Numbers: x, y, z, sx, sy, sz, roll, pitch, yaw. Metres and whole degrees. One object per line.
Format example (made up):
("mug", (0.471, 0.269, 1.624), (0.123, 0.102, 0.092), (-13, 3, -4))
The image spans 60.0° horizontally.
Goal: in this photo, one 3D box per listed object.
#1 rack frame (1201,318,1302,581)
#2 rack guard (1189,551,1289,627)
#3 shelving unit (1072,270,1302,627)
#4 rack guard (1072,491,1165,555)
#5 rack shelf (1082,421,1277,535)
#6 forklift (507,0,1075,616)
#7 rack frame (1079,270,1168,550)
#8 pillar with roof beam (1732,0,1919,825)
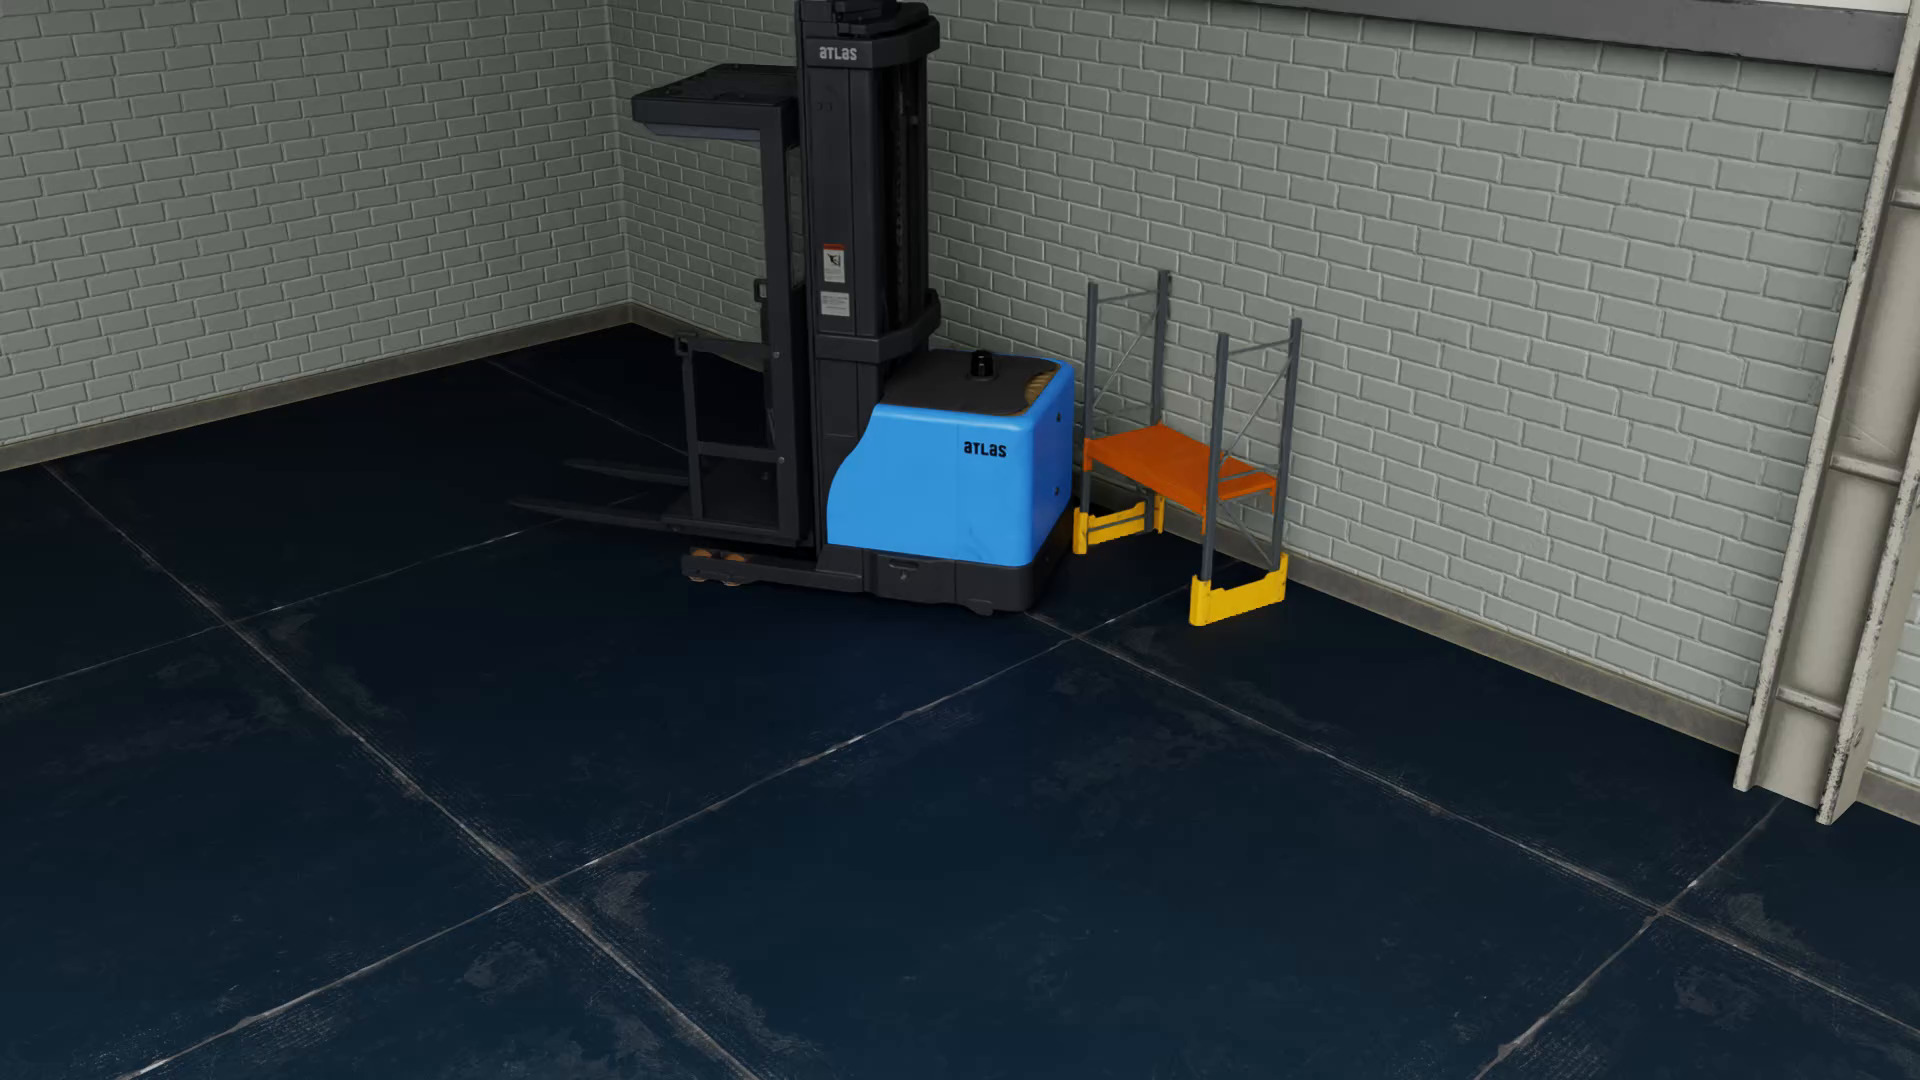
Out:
("rack frame", (1.415, -0.325, 8.151), (0.500, 1.500, 0.032), (-14, 28, -29))
("rack guard", (1.412, 0.244, 8.410), (0.587, 0.250, 0.087), (-14, 28, -29))
("shelving unit", (1.148, -0.500, 8.535), (0.587, 1.500, 1.083), (-14, 28, -29))
("rack guard", (0.878, -0.105, 9.175), (0.587, 0.250, 0.087), (-14, 28, -29))
("rack shelf", (1.142, -0.339, 8.616), (0.538, 0.185, 1.000), (-14, 28, -29))
("forklift", (-0.959, -1.290, 8.547), (3.031, 2.935, 1.130), (7, 25, 15))
("rack frame", (0.870, -0.681, 8.932), (0.500, 1.500, 0.032), (-14, 28, -29))
("pillar with roof beam", (0.345, -1.821, 2.400), (9.100, 9.000, 0.400), (-21, 32, -38))
